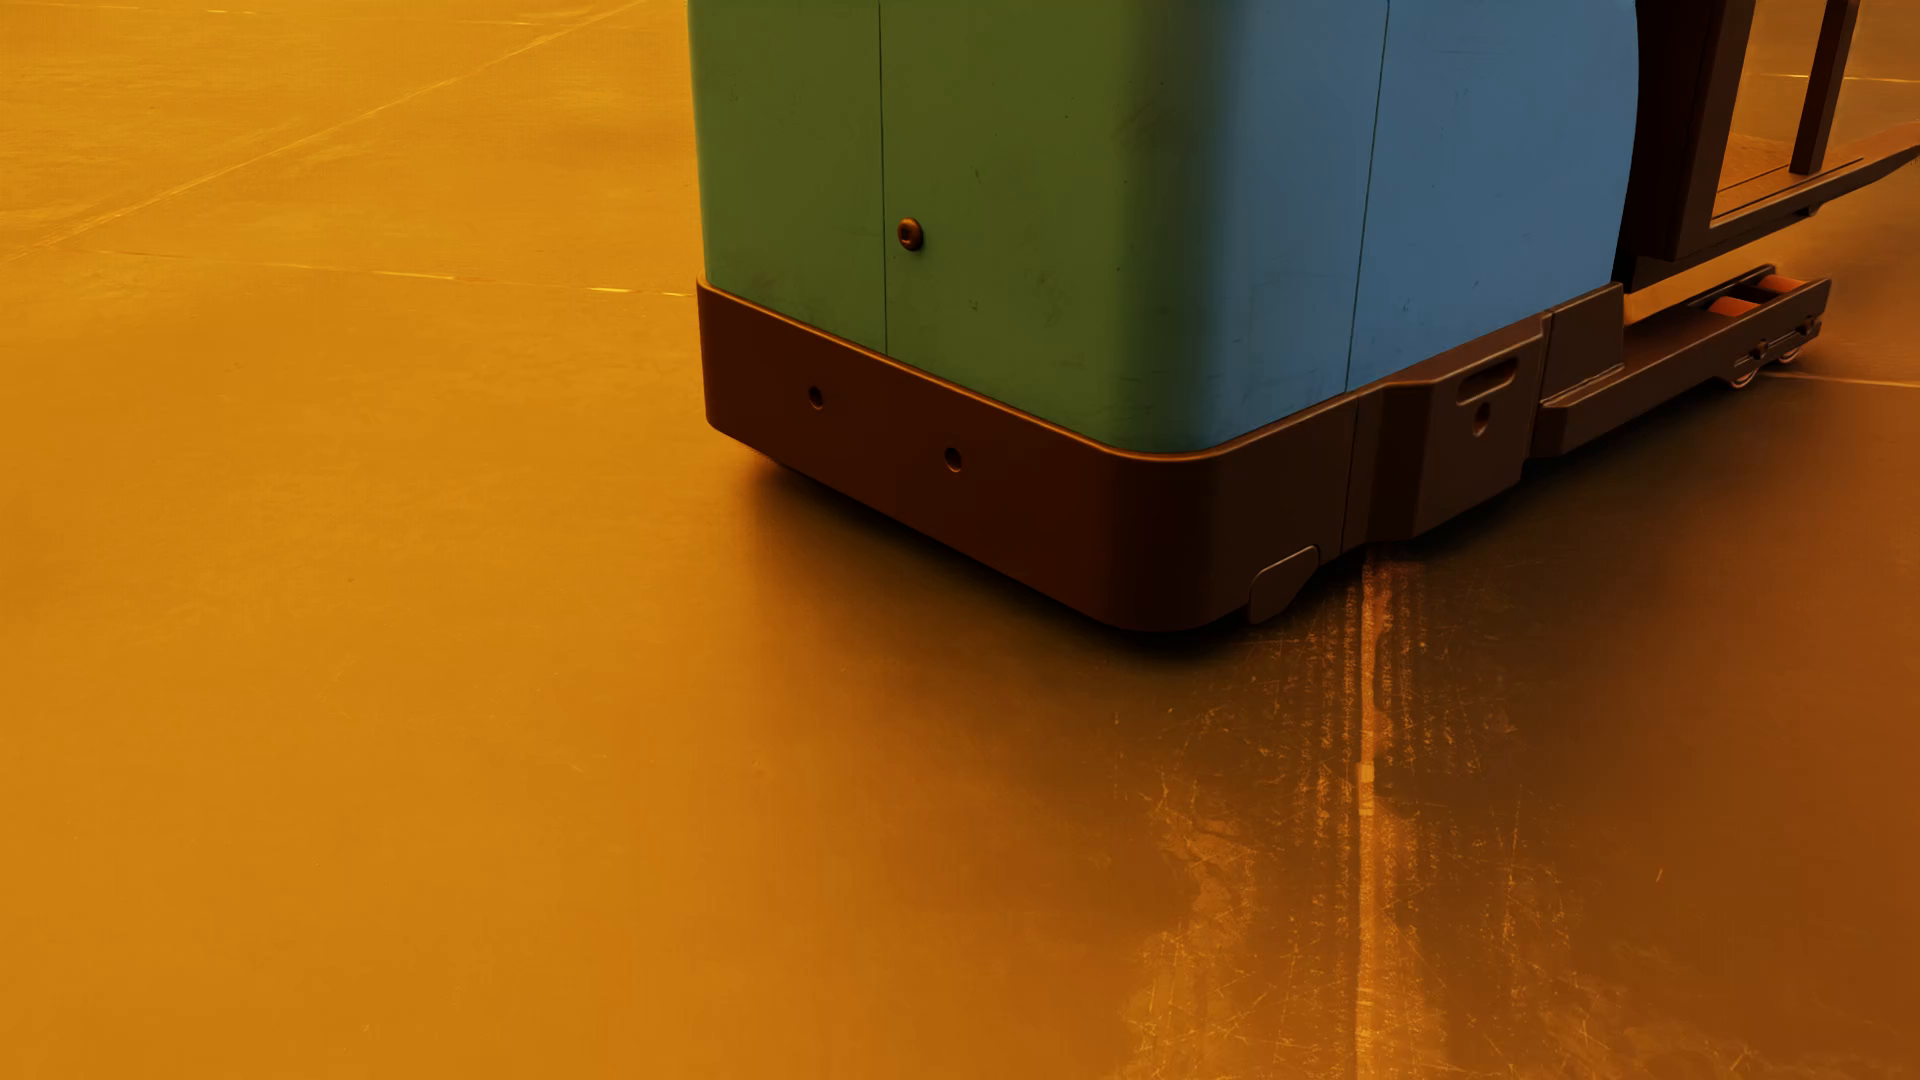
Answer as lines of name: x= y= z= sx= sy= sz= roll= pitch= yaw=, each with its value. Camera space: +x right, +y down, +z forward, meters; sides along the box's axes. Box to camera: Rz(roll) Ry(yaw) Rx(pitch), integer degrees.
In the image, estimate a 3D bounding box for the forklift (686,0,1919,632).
forklift: x=1.010 y=-1.740 z=2.696 sx=3.031 sy=2.935 sz=1.130 roll=-22 pitch=34 yaw=-37
